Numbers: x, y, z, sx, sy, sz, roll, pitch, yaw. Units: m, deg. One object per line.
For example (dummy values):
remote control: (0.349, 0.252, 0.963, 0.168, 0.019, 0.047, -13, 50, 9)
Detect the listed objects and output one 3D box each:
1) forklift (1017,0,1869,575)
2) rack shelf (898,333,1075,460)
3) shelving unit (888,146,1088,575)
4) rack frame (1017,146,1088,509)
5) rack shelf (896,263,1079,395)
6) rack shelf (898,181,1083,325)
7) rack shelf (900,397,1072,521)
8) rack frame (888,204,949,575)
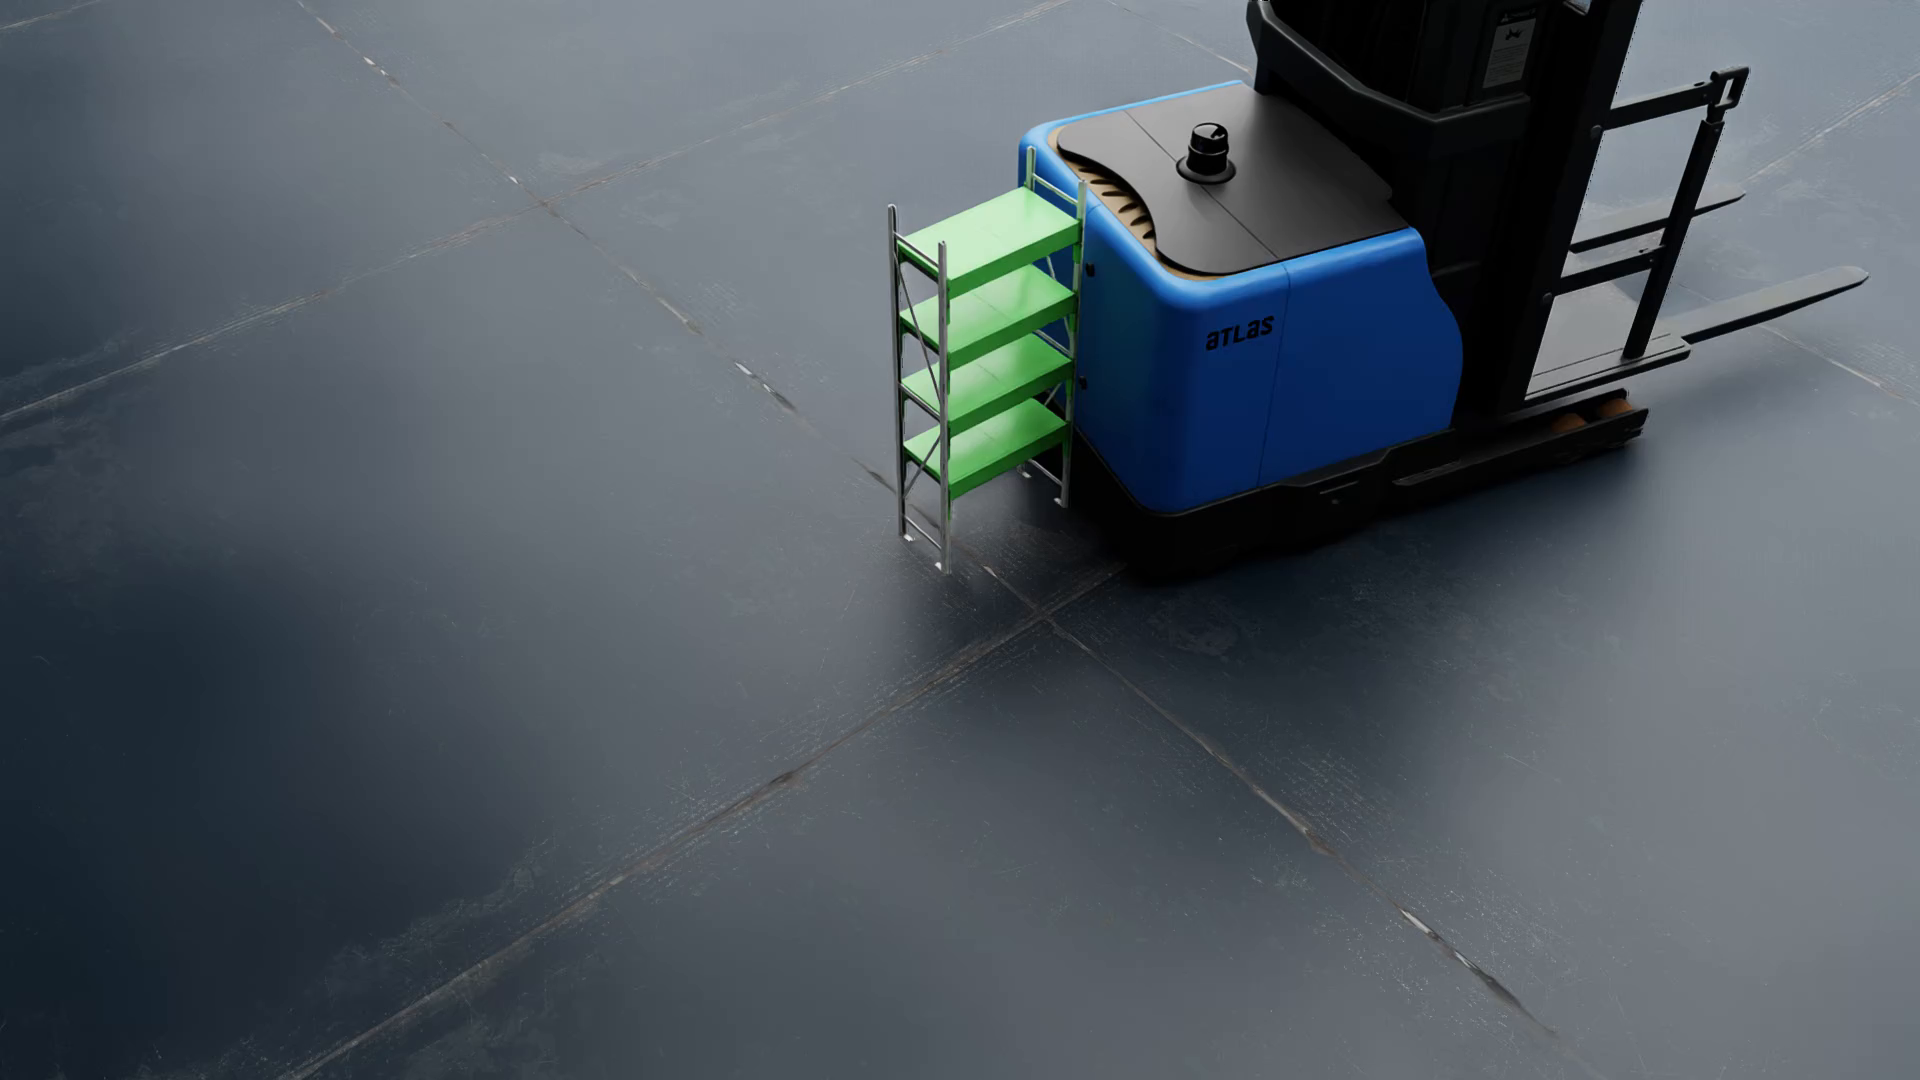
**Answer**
forklift: (1.725, -1.636, 4.851, 3.031, 2.935, 1.130, -17, 46, -17)
rack shelf: (0.077, -0.453, 4.949, 0.480, 0.148, 0.258, -29, 50, -27)
shelving unit: (0.077, -0.500, 4.905, 0.503, 1.200, 0.258, -29, 50, -27)
rack frame: (0.268, -0.603, 5.016, 0.015, 1.200, 0.240, -29, 50, -27)
rack shelf: (0.077, -0.628, 4.785, 0.480, 0.148, 0.258, -29, 50, -27)
rack shelf: (0.077, -0.803, 4.621, 0.480, 0.148, 0.258, -29, 50, -27)
rack shelf: (0.077, -0.278, 5.113, 0.480, 0.148, 0.258, -29, 50, -27)
rack frame: (-0.114, -0.396, 4.795, 0.015, 1.200, 0.240, -29, 50, -27)
